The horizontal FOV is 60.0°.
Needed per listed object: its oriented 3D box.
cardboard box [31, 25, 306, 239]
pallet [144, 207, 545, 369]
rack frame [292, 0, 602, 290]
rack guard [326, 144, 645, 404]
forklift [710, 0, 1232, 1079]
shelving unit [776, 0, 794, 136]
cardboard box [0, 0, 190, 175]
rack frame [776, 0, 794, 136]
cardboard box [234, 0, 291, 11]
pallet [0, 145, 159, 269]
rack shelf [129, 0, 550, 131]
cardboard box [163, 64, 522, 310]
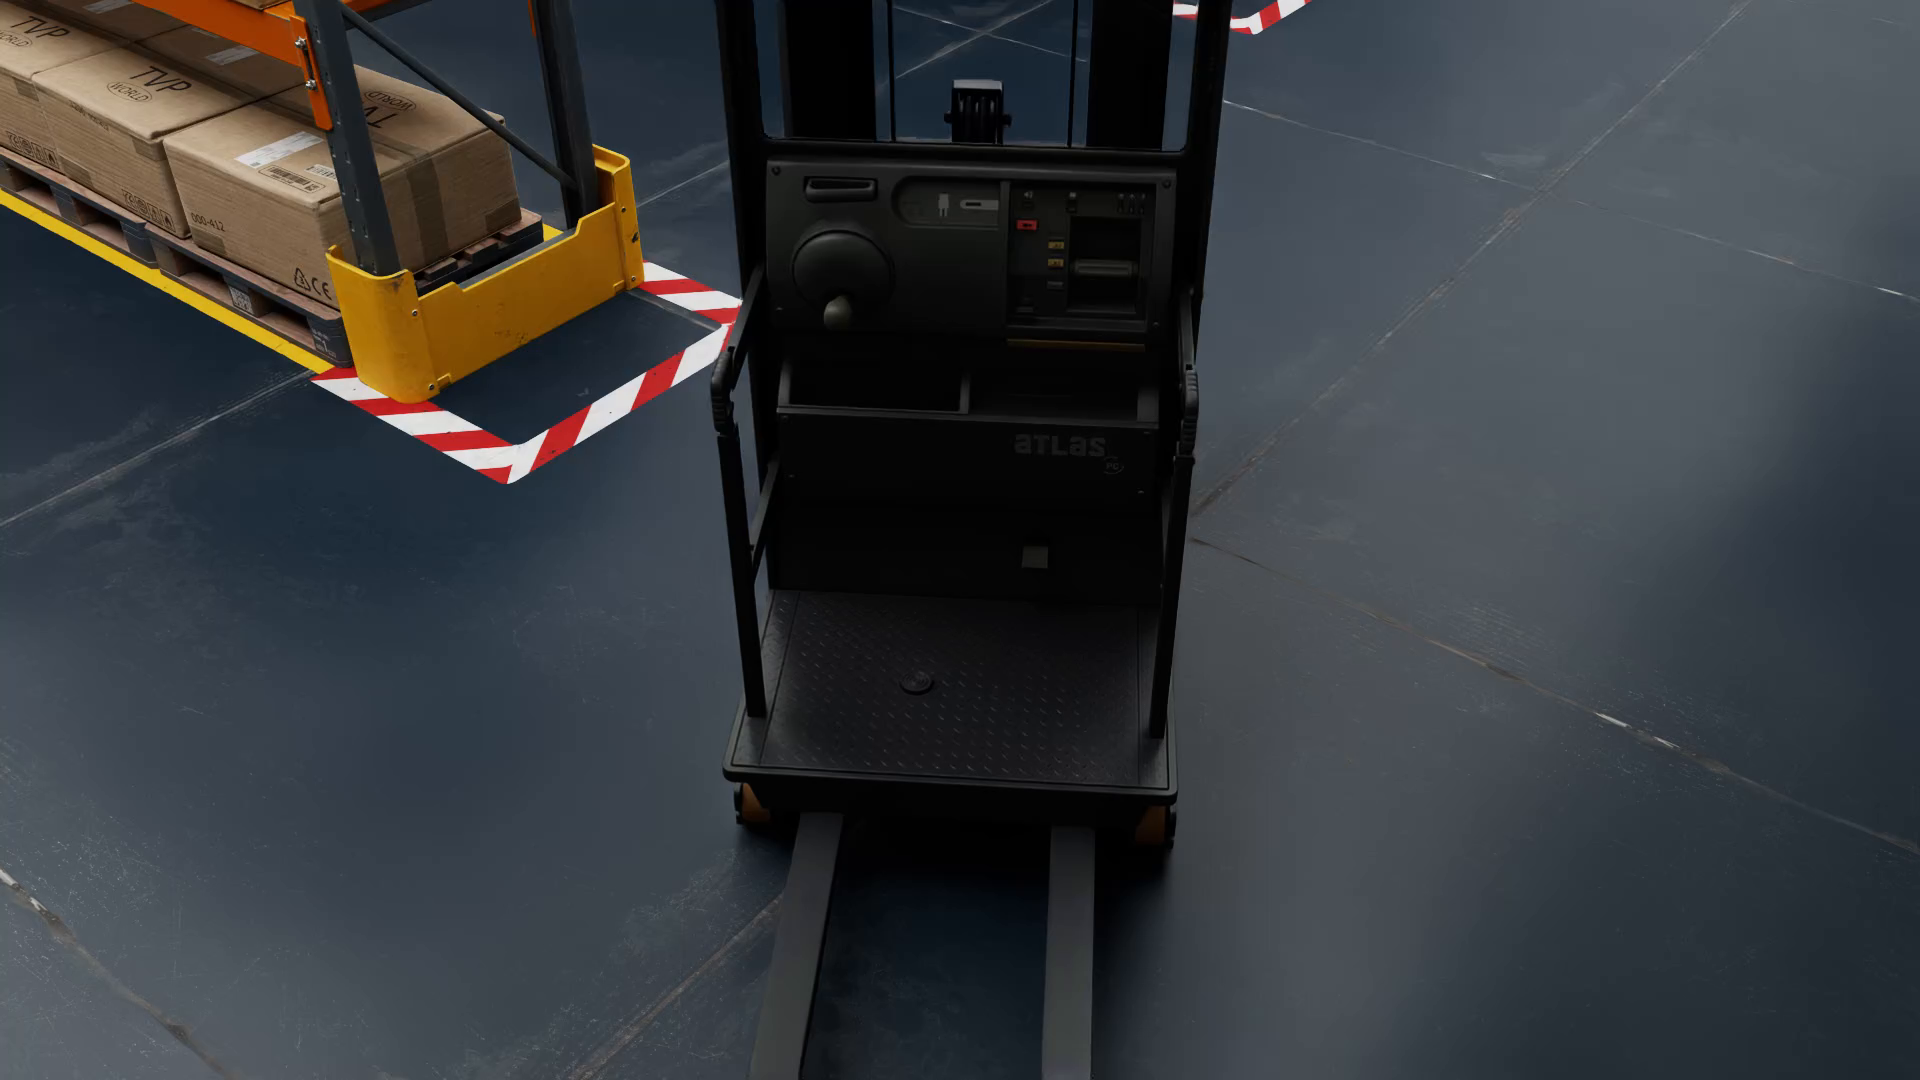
[{"bbox_3d":[-3.045,-1.695,6.720,0.875,0.438,0.875,27,45,30],"label":"cardboard box"},{"bbox_3d":[-2.410,-1.165,6.567,1.213,0.211,1.003,25,45,29],"label":"pallet"},{"bbox_3d":[-1.728,-2.002,5.374,0.127,3.000,1.000,25,45,29],"label":"rack frame"},{"bbox_3d":[-1.708,-1.009,6.133,0.348,0.500,1.175,25,45,29],"label":"rack guard"},{"bbox_3d":[0.007,-0.589,3.625,1.130,2.935,3.031,3,38,3],"label":"forklift"},{"bbox_3d":[-0.007,-1.141,5.491,1.048,1.500,0.538,1,38,2],"label":"shelving unit"},{"bbox_3d":[-3.760,-2.034,7.152,0.875,0.438,0.875,24,44,27],"label":"cardboard box"},{"bbox_3d":[-0.515,-1.153,5.506,0.032,1.500,0.500,1,38,2],"label":"rack frame"},{"bbox_3d":[-2.271,-2.092,5.408,0.500,0.500,0.500,26,45,29],"label":"cardboard box"},{"bbox_3d":[-3.375,-1.622,7.151,1.213,0.211,1.003,25,45,29],"label":"pallet"},{"bbox_3d":[-3.316,-2.468,6.552,4.000,0.370,1.077,25,45,29],"label":"rack shelf"},{"bbox_3d":[-2.312,-1.357,6.287,0.875,0.438,0.875,24,44,27],"label":"cardboard box"}]
